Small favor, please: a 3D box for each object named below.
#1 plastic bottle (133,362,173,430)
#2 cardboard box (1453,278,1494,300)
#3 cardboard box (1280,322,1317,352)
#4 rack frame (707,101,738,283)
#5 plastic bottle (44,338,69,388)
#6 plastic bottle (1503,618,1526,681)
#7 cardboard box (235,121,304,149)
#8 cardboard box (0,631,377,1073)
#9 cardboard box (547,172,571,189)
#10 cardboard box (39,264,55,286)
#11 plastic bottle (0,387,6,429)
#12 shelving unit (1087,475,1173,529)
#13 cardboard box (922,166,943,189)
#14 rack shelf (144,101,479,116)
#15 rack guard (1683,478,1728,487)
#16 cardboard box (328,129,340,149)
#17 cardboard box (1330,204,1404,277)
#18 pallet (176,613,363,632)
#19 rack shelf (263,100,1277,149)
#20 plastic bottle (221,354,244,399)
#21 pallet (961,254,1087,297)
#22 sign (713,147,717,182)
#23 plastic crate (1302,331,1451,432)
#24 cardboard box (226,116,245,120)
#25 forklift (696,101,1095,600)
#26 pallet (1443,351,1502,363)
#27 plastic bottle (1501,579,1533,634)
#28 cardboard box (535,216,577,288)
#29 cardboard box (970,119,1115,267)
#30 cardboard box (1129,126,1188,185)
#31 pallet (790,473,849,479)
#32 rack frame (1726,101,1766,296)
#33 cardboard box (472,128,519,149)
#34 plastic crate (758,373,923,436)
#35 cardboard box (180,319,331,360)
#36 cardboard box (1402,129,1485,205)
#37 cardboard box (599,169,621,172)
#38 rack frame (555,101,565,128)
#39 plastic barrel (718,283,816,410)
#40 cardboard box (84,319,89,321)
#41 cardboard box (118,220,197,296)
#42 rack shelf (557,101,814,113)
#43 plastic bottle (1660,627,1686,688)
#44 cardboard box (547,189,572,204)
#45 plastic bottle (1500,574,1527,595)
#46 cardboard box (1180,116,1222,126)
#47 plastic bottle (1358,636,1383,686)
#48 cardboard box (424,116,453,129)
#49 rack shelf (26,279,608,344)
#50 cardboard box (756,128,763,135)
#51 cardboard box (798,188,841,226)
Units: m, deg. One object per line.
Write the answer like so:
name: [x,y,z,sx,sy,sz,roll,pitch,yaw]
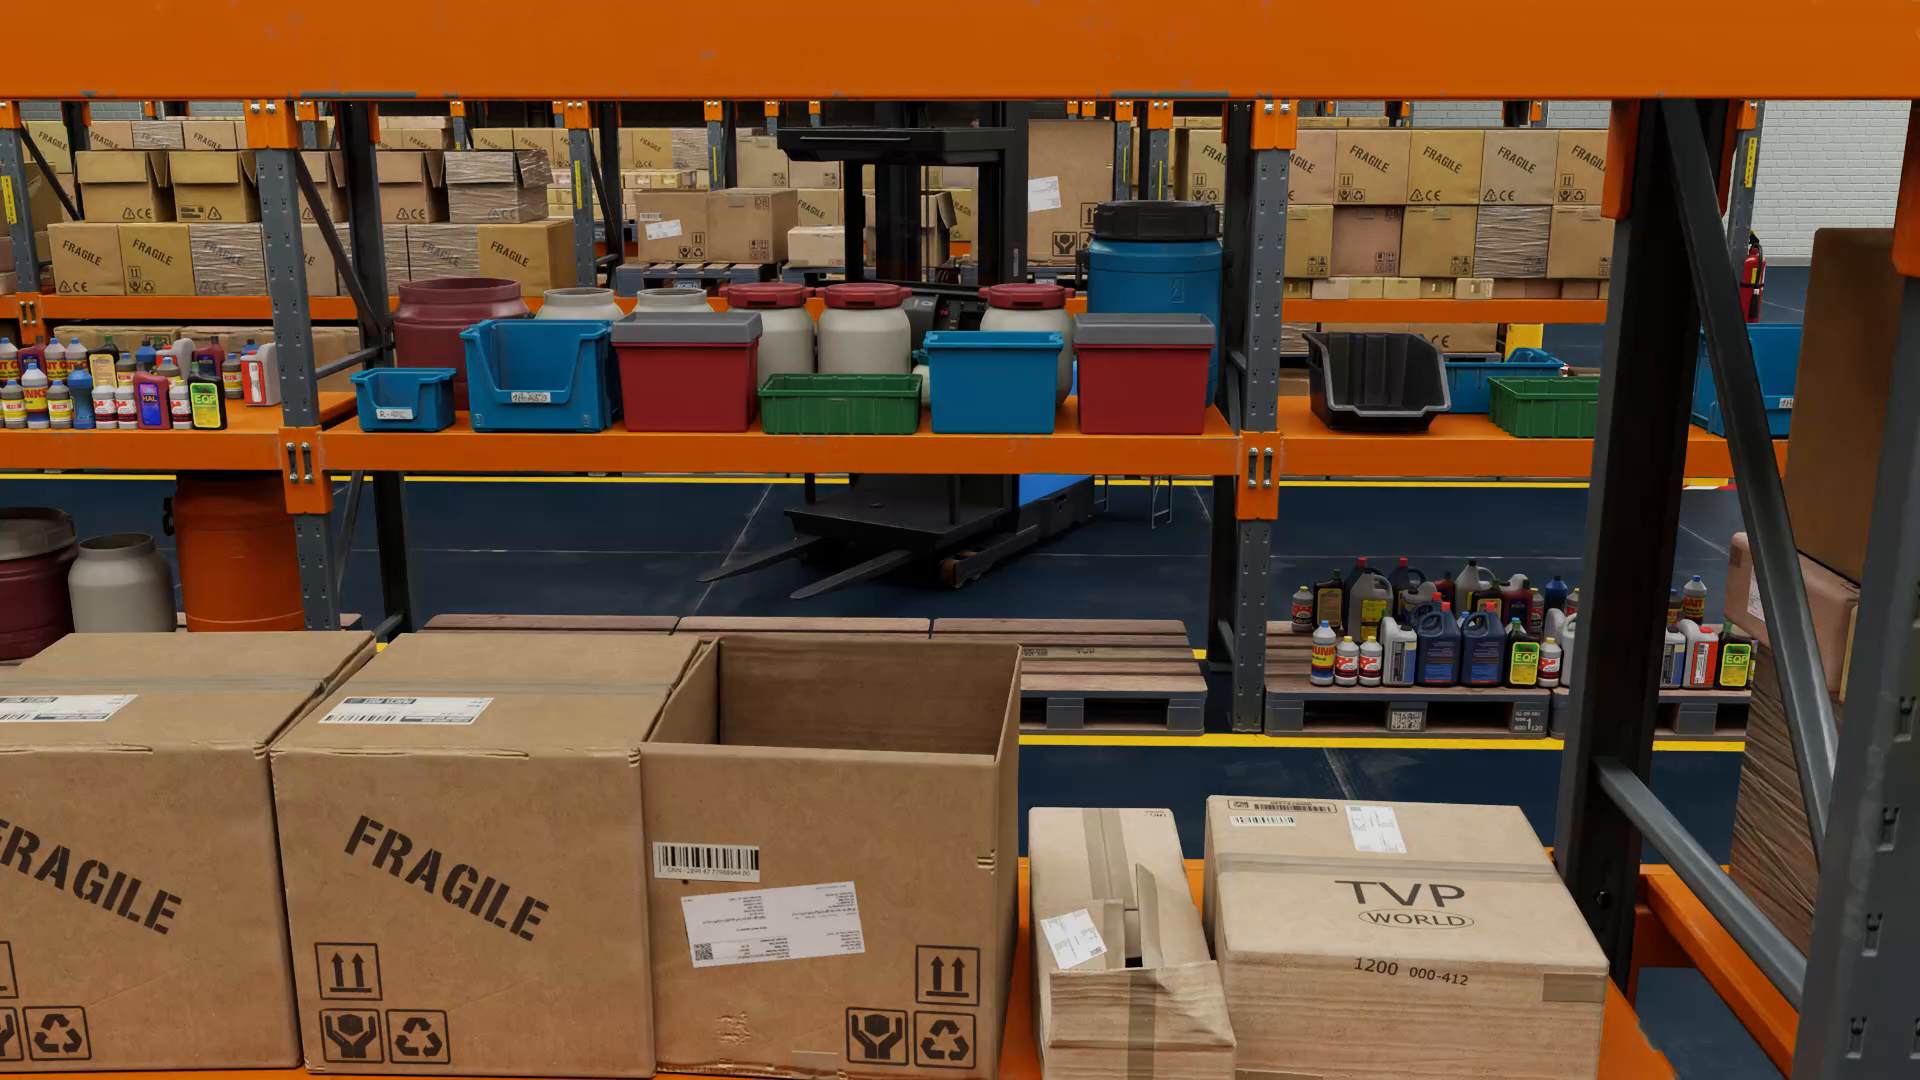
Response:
plastic bottle: [-3.394,-0.607,6.988,0.133,0.283,0.061,0,15,1]
cardboard box: [3.584,-1.789,11.735,0.250,0.149,0.380,0,15,1]
cardboard box: [3.133,-2.418,16.966,0.875,0.875,0.875,0,15,2]
rack frame: [-2.394,-3.295,16.949,0.127,3.000,1.000,0,15,1]
plastic bottle: [-4.211,-0.804,7.762,0.097,0.271,0.097,0,15,0]
plastic bottle: [2.384,0.469,7.170,0.097,0.271,0.097,0,15,0]
cardboard box: [-6.869,-3.931,16.620,0.500,0.500,0.500,0,15,-1]
cardboard box: [-1.200,0.454,2.544,0.500,0.500,0.500,0,15,-2]
cardboard box: [-3.916,-3.558,16.450,0.250,0.149,0.380,0,15,1]
cardboard box: [-6.907,-2.022,12.617,0.250,0.149,0.380,0,15,2]
plastic bottle: [-4.093,-0.576,7.033,0.097,0.201,0.097,0,15,0]
shelving unit: [1.098,-0.713,10.690,0.503,1.200,0.258,11,18,36]
cardboard box: [-0.416,-3.812,16.754,0.500,0.500,0.700,0,15,1]
rack shelf: [-8.366,-5.700,21.594,4.000,0.370,1.077,0,15,1]
rack guard: [5.300,-0.771,12.281,0.348,0.500,1.175,0,15,1]
cardboard box: [-7.862,-5.055,21.463,0.500,0.500,0.500,1,15,2]
cardboard box: [2.827,-2.188,11.976,0.500,0.500,0.875,0,15,1]
pallet: [-3.537,0.586,7.705,1.213,0.211,1.003,0,15,1]
rack shelf: [-0.748,-1.857,7.030,4.000,0.370,1.077,0,15,1]
plastic bottle: [-3.385,-0.765,7.750,0.097,0.201,0.097,0,15,0]
pallet: [0.617,-1.954,12.243,1.213,0.211,1.003,0,15,1]
sign: [-2.398,-3.678,16.287,0.005,0.325,0.100,0,15,1]
plastic crate: [1.771,-0.676,7.143,0.504,0.338,0.767,0,15,1]
cardboard box: [-9.233,-5.371,21.390,0.250,0.149,0.380,0,15,0]
forklift: [-0.319,-1.281,9.449,1.130,2.935,3.031,9,17,30]
pallet: [4.803,-1.880,17.051,1.213,0.211,1.003,0,15,1]
plastic bottle: [2.577,0.322,7.701,0.133,0.283,0.061,0,15,1]
cardboard box: [-3.100,-2.152,12.420,0.500,0.500,0.500,1,15,3]
cardboard box: [0.587,-2.539,12.083,1.000,1.000,1.000,0,15,2]
cardboard box: [1.973,-3.852,16.651,0.550,0.550,0.875,0,15,1]
pallet: [-0.624,-0.668,12.460,1.213,0.211,1.003,0,15,1]
rack frame: [5.376,-1.979,11.960,0.127,3.000,1.000,0,15,1]
cardboard box: [-5.934,-5.040,21.406,0.500,0.500,0.500,1,15,2]
plastic crate: [-0.497,-0.579,7.068,0.662,0.188,0.450,0,15,1]
cardboard box: [-5.086,-1.228,12.456,0.875,0.875,1.225,0,15,-1]
cardboard box: [3.321,-2.606,11.598,0.500,0.500,0.500,0,15,1]
cardboard box: [-3.629,-3.722,17.072,0.250,0.149,0.380,0,15,-1]
rack frame: [-6.244,-5.850,26.633,0.127,3.000,1.000,0,15,1]
plastic barrel: [-0.866,-0.877,7.518,0.433,0.535,0.433,0,15,0]
cardboard box: [-8.833,-2.245,17.150,0.250,0.149,0.380,0,15,-1]
cardboard box: [-5.664,-2.035,11.979,0.500,0.500,0.500,0,15,2]
rack shelf: [-4.244,-6.939,26.293,4.000,0.370,1.077,0,15,1]
plastic bottle: [3.012,0.479,7.121,0.135,0.276,0.152,0,15,0]
cardboard box: [-3.928,-3.414,16.486,0.250,0.149,0.380,0,15,1]
plastic bottle: [2.579,0.299,7.804,0.135,0.276,0.152,1,15,2]
cardboard box: [3.076,-5.130,21.167,0.500,0.500,0.700,0,15,0]
plastic bottle: [1.762,0.514,7.135,0.097,0.201,0.097,0,15,0]
cardboard box: [-6.683,-5.350,21.312,0.250,0.149,0.380,0,15,0]
rack shelf: [-4.621,-1.696,12.298,4.000,0.370,1.077,0,15,1]
cardboard box: [-2.855,-5.155,21.845,0.500,0.500,0.500,0,15,0]
cardboard box: [-1.443,-3.269,16.655,0.500,0.500,0.500,0,15,1]
